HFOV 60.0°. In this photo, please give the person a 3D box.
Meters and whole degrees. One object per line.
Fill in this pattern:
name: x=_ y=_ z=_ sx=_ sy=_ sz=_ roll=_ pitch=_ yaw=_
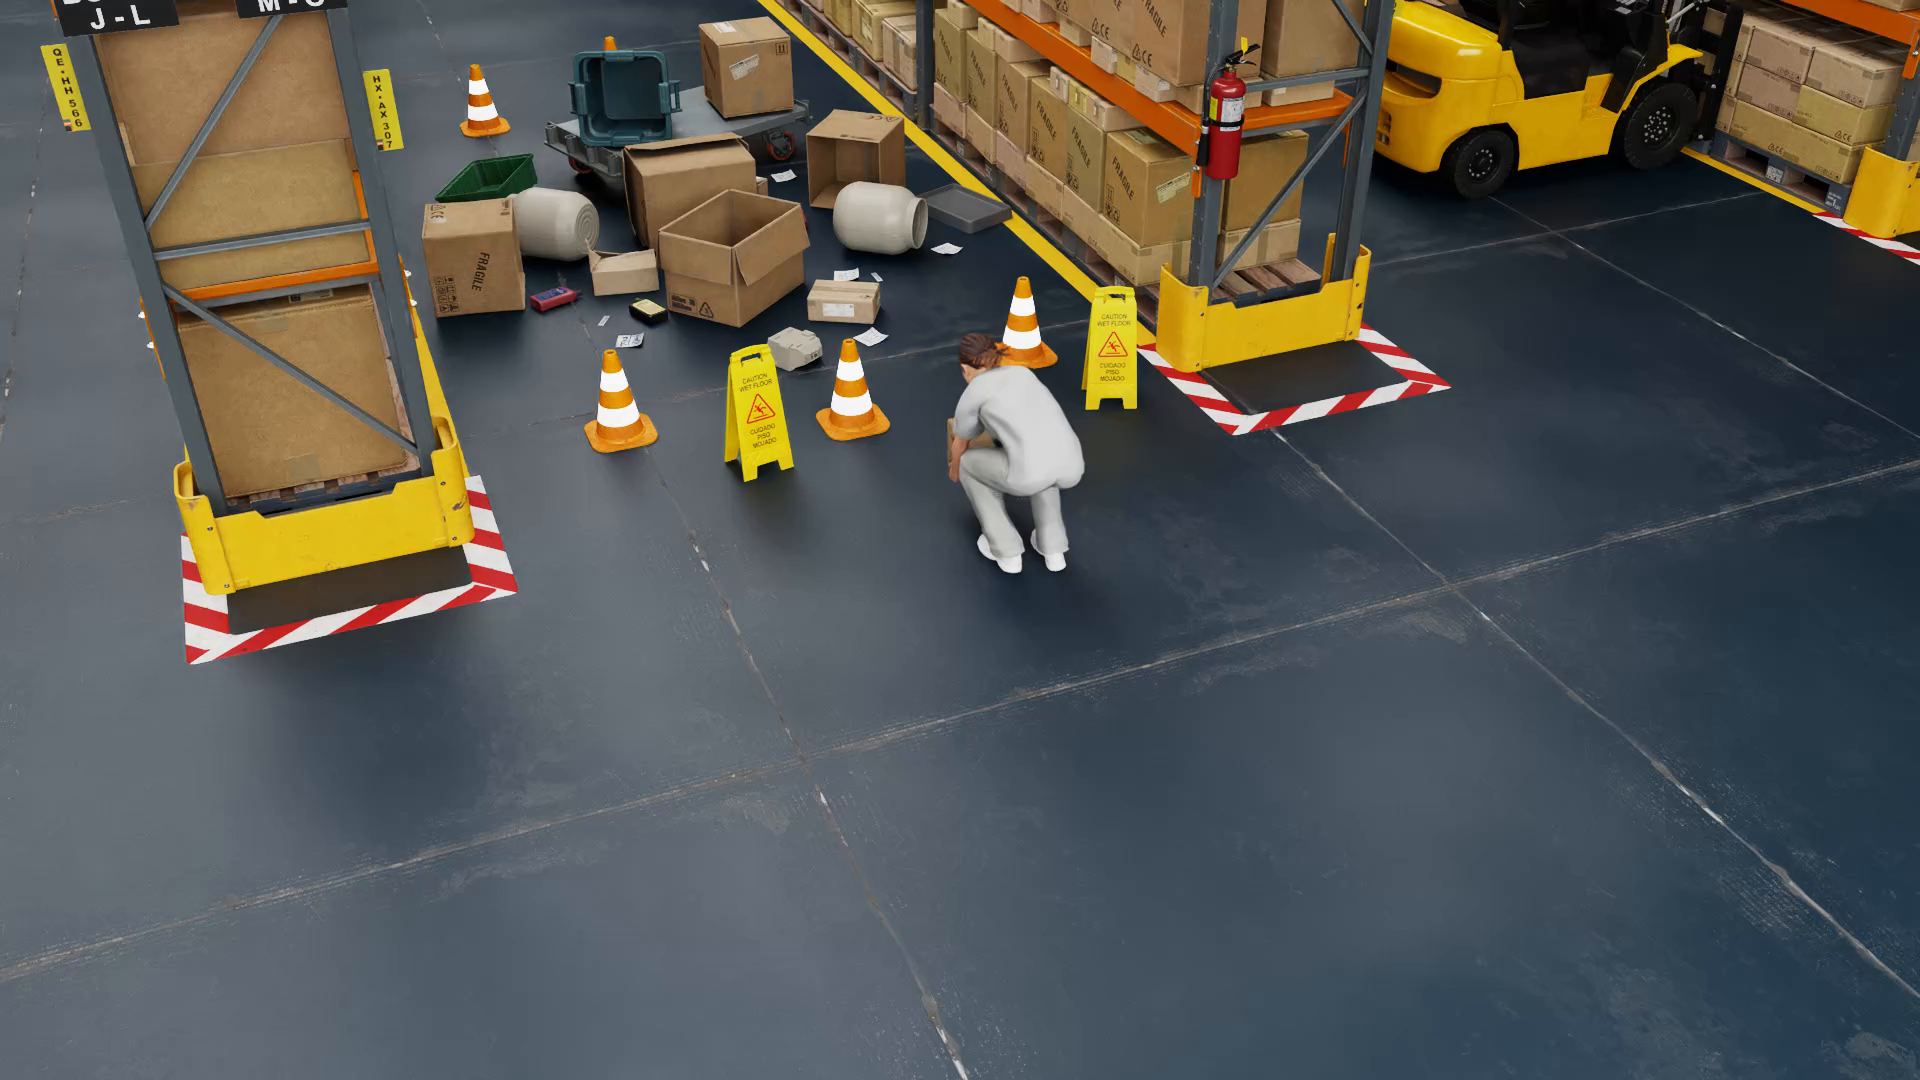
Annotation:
person: x=0.236 y=-0.366 z=7.370 sx=0.455 sy=0.929 sz=0.838 roll=-14 pitch=36 yaw=-20
